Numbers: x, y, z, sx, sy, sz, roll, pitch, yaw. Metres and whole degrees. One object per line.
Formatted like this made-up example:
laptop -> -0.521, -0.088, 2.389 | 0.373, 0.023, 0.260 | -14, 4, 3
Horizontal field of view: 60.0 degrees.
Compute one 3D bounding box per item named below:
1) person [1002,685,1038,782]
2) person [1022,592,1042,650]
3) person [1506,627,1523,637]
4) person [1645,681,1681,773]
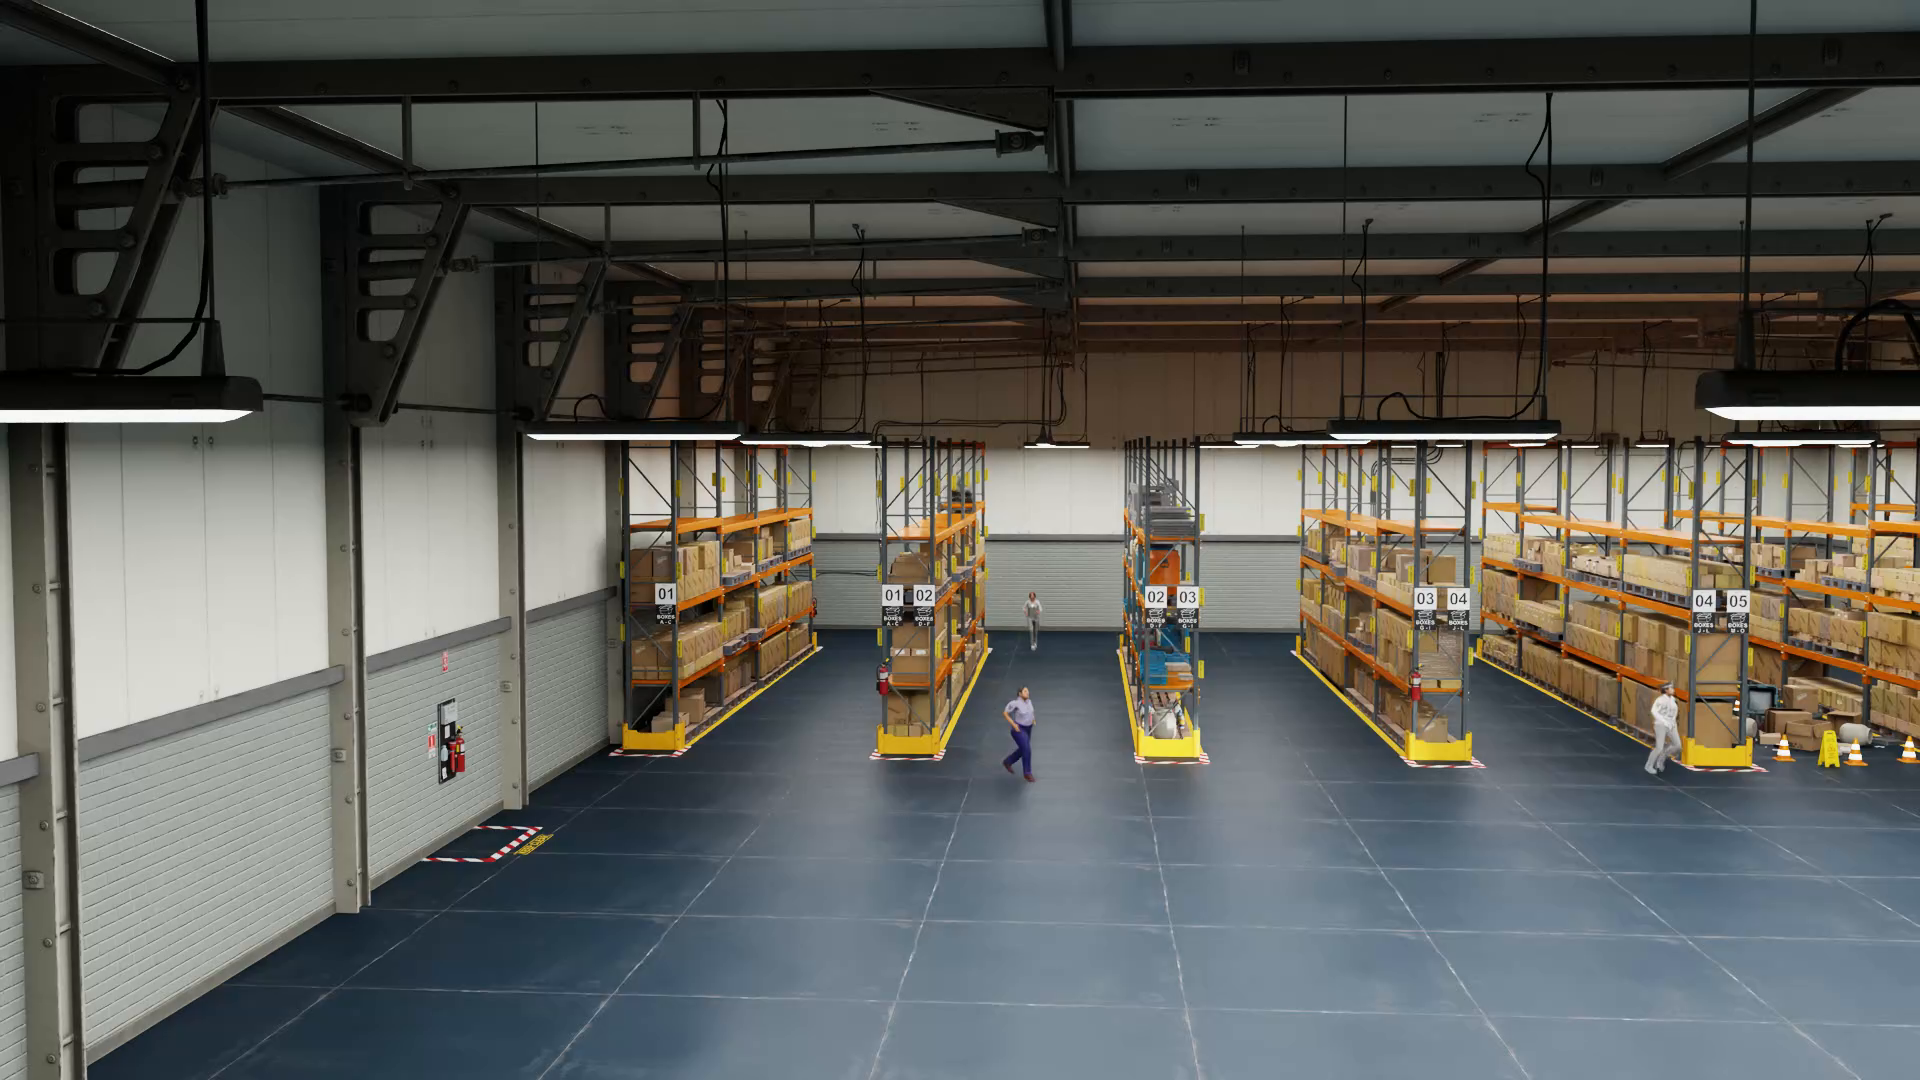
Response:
person -> 1.048, 3.359, 29.014 | 0.809, 1.665, 0.621 | 2, 4, 39
person -> 2.002, 2.222, 45.835 | 0.547, 1.600, 0.794 | 0, 3, -3
person -> 15.822, 2.346, 47.441 | 0.881, 1.735, 0.737 | 2, 4, 31
person -> 12.583, 3.320, 29.588 | 0.677, 1.646, 0.565 | -2, 3, -27
